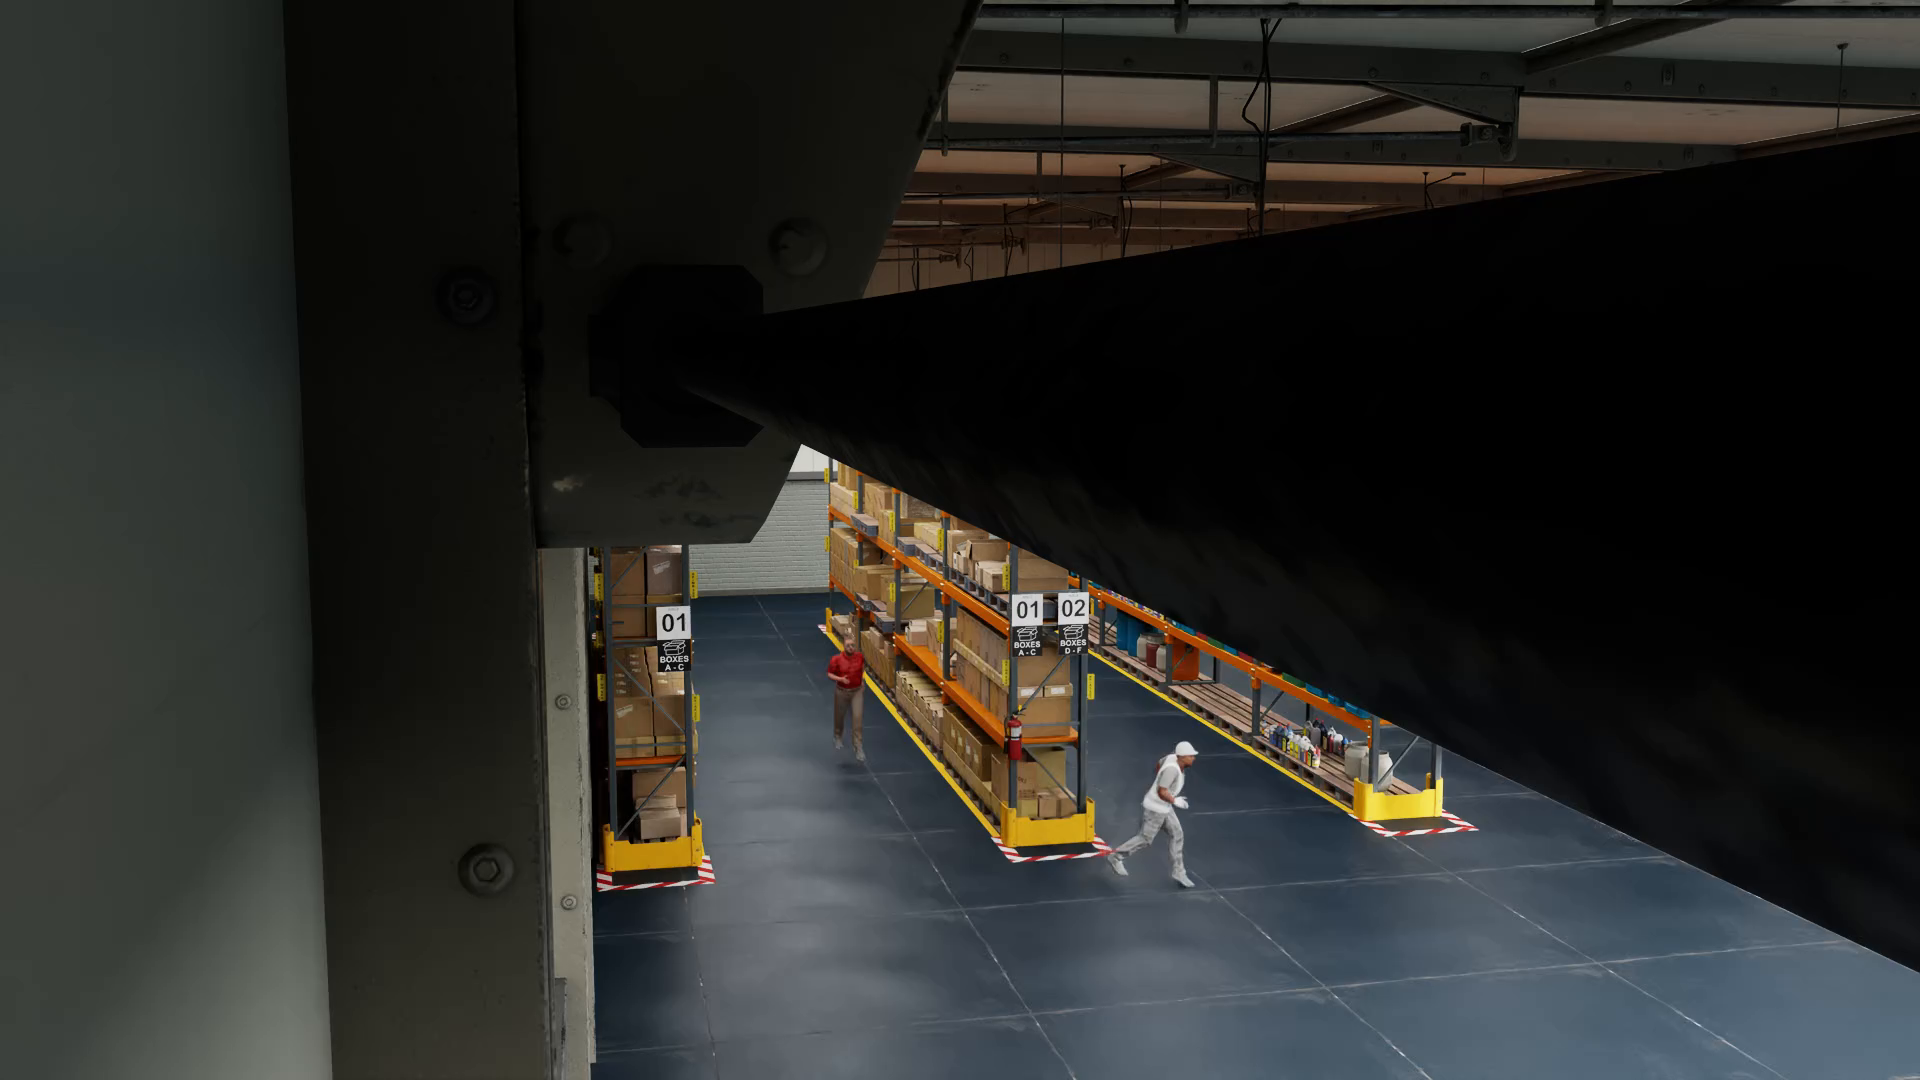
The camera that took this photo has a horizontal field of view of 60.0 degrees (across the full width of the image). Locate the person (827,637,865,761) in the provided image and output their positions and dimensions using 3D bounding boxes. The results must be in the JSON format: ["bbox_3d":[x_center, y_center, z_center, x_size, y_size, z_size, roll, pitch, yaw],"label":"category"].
[{"bbox_3d":[-1.664,2.301,24.544,0.608,1.781,0.873,-2,7,-15],"label":"person"}]

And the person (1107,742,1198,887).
[{"bbox_3d":[2.256,3.197,19.496,1.051,1.738,0.724,1,7,11],"label":"person"}]
